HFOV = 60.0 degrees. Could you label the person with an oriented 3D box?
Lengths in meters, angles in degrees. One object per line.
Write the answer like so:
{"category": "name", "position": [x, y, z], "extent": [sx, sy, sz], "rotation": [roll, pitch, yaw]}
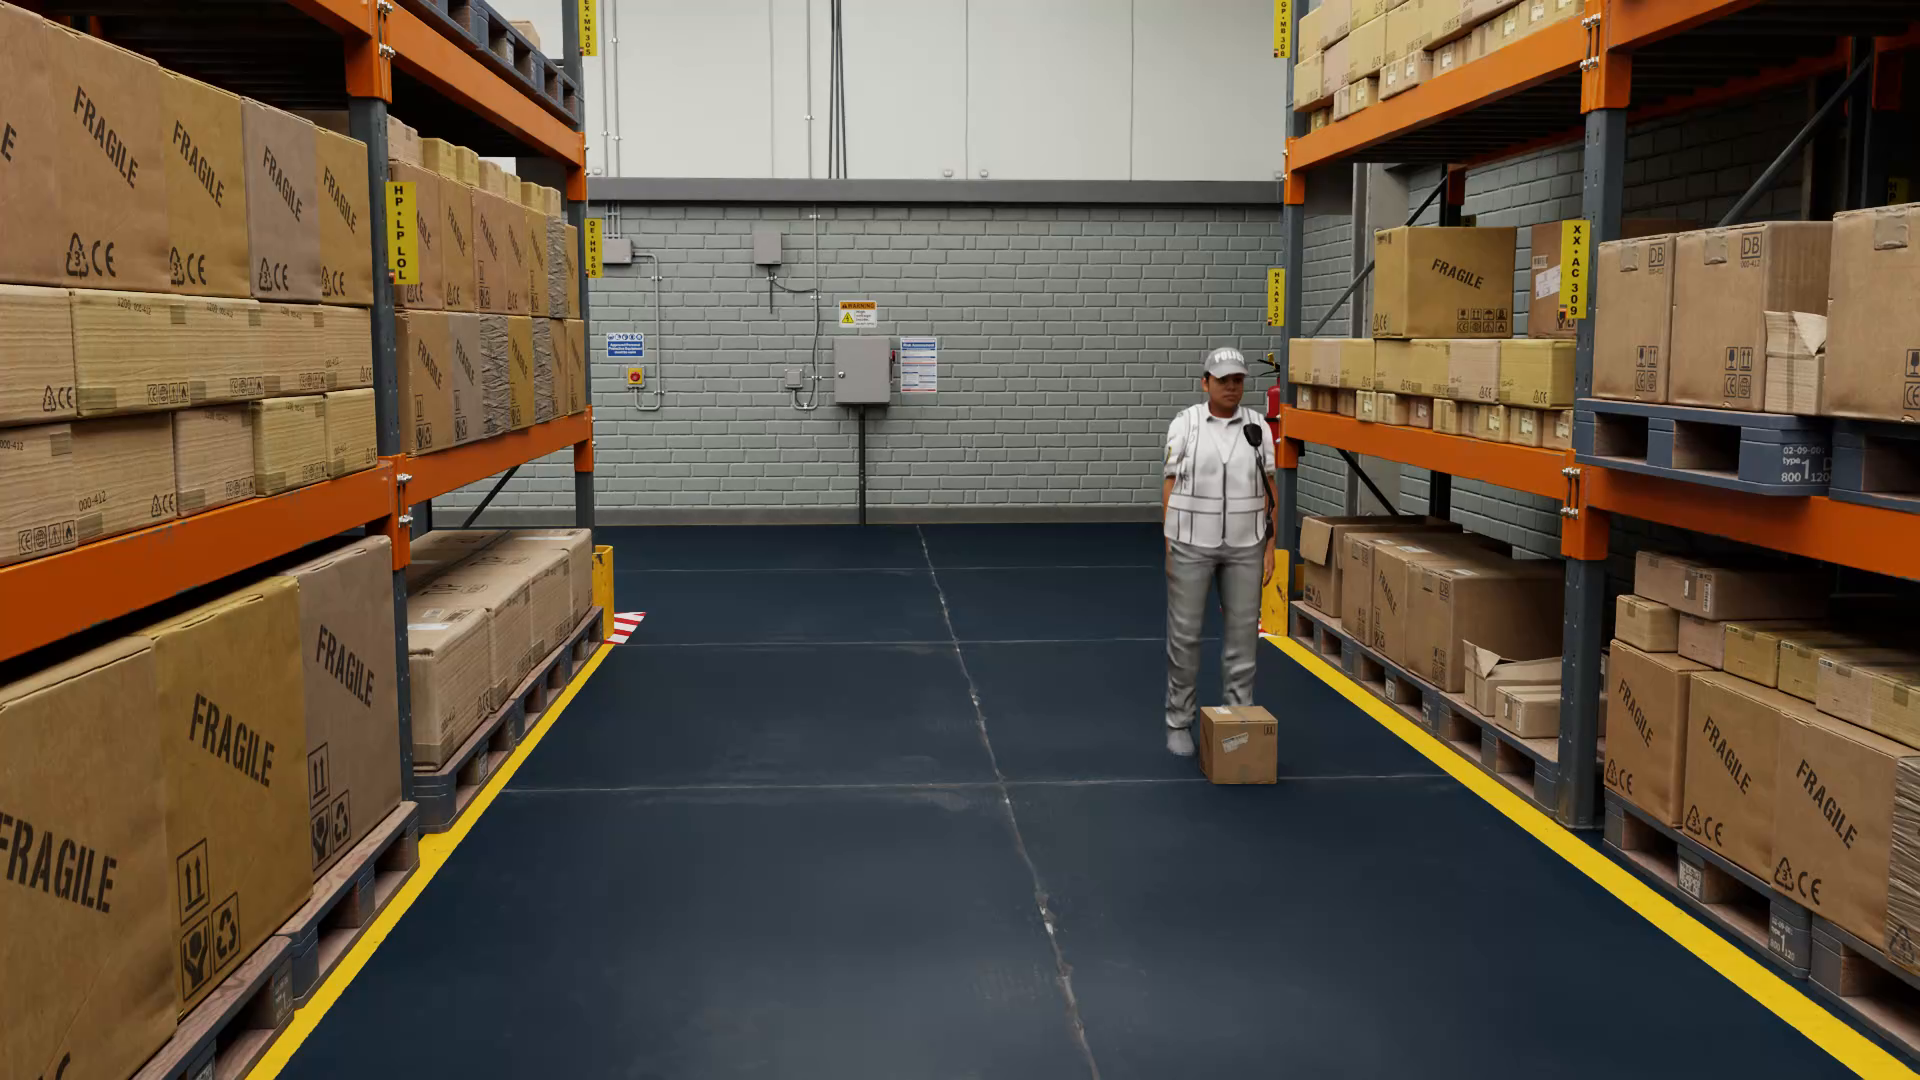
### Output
{"category": "person", "position": [1.080, 0.052, 6.883], "extent": [0.479, 1.689, 0.390], "rotation": [0, 7, -2]}
